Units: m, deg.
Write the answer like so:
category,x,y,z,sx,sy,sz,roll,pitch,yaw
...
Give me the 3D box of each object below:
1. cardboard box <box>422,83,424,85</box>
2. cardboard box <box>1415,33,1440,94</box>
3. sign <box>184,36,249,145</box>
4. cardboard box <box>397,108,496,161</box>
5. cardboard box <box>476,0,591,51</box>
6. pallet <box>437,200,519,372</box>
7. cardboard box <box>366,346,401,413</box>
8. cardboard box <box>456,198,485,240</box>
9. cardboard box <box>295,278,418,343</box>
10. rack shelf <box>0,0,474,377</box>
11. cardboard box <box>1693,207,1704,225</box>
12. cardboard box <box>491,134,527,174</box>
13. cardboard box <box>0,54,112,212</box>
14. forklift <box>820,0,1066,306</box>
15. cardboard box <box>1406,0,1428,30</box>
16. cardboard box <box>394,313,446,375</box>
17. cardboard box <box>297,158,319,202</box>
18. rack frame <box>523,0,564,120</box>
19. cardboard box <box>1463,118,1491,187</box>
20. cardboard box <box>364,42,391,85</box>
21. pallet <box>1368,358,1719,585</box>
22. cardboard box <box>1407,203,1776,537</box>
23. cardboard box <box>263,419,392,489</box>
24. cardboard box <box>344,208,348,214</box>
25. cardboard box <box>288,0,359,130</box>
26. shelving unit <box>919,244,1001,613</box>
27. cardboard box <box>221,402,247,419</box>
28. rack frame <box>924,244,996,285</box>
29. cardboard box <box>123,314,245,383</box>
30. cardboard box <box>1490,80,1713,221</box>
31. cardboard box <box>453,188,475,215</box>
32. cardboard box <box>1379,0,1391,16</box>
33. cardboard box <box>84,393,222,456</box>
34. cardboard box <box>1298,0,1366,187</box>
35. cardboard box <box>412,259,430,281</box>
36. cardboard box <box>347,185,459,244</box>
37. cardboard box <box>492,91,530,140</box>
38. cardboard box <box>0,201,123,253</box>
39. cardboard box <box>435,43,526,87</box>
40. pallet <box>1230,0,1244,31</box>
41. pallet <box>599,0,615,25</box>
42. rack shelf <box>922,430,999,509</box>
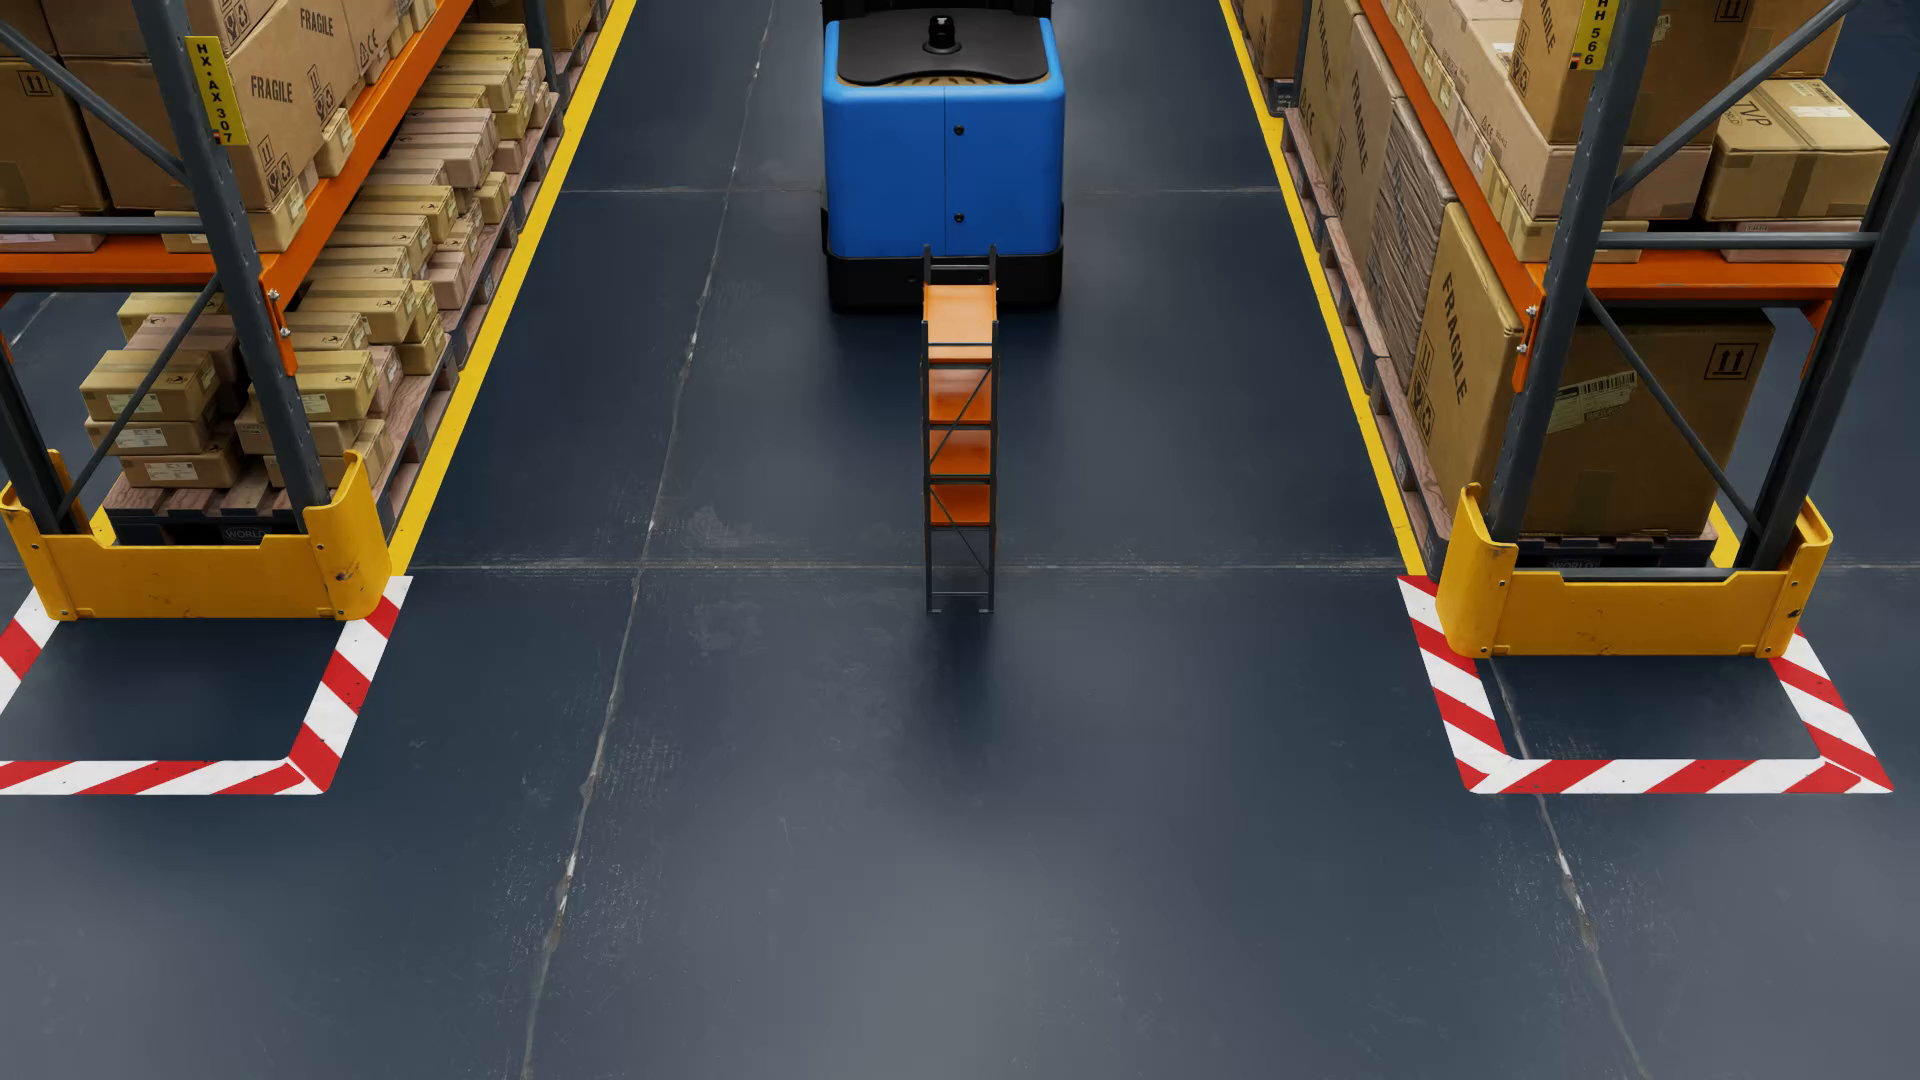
category,x,y,z,sx,sy,sz,roll,pitch,yaw
cardboard box,-2.906,-2.228,8.338,0.380,0.149,0.250,0,39,0
cardboard box,1.955,-1.810,6.311,0.380,0.149,0.250,0,39,0
sign,-2.130,-1.283,4.760,0.100,0.325,0.005,0,39,0
cardboard box,-2.354,-1.860,7.641,0.380,0.149,0.250,-2,39,-2
cardboard box,-2.412,-3.097,9.378,0.500,0.500,0.500,1,39,2
pallet,-2.636,-1.173,7.545,1.003,0.211,1.213,0,39,0
cardboard box,-2.360,-0.611,6.320,0.380,0.149,0.250,0,39,0
cardboard box,-2.401,-1.442,7.594,0.380,0.149,0.250,1,39,1
cardboard box,-2.326,-0.886,6.425,0.380,0.149,0.250,0,39,0
rack shelf,-2.675,-1.914,6.816,1.077,0.370,4.000,0,39,0
cardboard box,2.616,-1.169,5.512,0.380,0.149,0.250,-1,39,-1
cardboard box,-2.354,-1.924,8.197,0.380,0.149,0.250,-1,39,-2
cardboard box,-2.930,-1.380,5.256,0.500,0.500,0.500,1,39,1
forklift,-0.120,-3.089,7.761,1.130,2.935,3.031,-1,39,-2
cardboard box,2.016,-2.206,6.487,0.500,0.250,0.500,0,39,0
cardboard box,-2.333,-0.803,6.797,0.380,0.149,0.250,0,39,1
cardboard box,-2.386,-1.208,5.560,0.380,0.149,0.250,1,39,2
rack frame,-2.677,-3.446,8.151,1.000,3.000,0.127,0,39,0
cardboard box,1.957,-1.330,5.711,0.380,0.149,0.250,0,39,0
cardboard box,-2.418,-1.863,6.376,0.380,0.149,0.250,-1,39,-1
pallet,2.209,-0.297,6.451,1.003,0.211,1.213,0,39,0
cardboard box,2.207,-0.620,5.988,0.875,0.875,0.875,0,39,0
cardboard box,-2.353,-0.324,6.199,0.380,0.149,0.250,1,39,1
cardboard box,-2.959,-1.577,7.526,0.380,0.149,0.250,0,39,0
cardboard box,-2.423,-1.715,5.674,0.500,0.500,0.500,0,39,0
shelving unit,0.000,-0.365,5.746,0.258,1.200,0.503,0,39,0
cardboard box,-2.983,-0.486,6.401,0.380,0.149,0.250,1,39,1
rack frame,0.000,-0.517,5.936,0.240,1.200,0.015,0,39,0
cardboard box,-2.869,-0.716,6.213,0.380,0.149,0.250,1,39,1
cardboard box,2.022,-1.245,5.287,0.500,0.250,0.500,-1,39,-1
cardboard box,-2.426,-1.596,7.549,0.380,0.149,0.250,-2,39,-2
cardboard box,1.953,-2.292,6.913,0.380,0.149,0.250,0,39,0
cardboard box,-2.958,-0.442,6.109,0.380,0.149,0.250,-1,39,-1
cardboard box,2.204,-2.308,8.095,0.875,0.875,0.875,0,39,0
cardboard box,-2.436,-1.090,6.918,0.380,0.149,0.250,-2,39,-2
cardboard box,-2.354,-1.379,7.040,0.380,0.149,0.250,1,39,1
cardboard box,-2.328,-2.080,8.153,0.380,0.149,0.250,-1,39,-2
cardboard box,-2.955,-1.050,5.363,0.380,0.149,0.250,0,39,0
cardboard box,-2.376,-2.347,8.249,0.380,0.149,0.250,0,39,1
pallet,2.203,-3.545,10.505,1.003,0.211,1.213,0,39,0
pallet,-2.683,-3.609,10.585,1.003,0.211,1.213,0,39,0
rack shelf,0.000,-0.312,5.788,0.258,0.148,0.480,0,39,0
